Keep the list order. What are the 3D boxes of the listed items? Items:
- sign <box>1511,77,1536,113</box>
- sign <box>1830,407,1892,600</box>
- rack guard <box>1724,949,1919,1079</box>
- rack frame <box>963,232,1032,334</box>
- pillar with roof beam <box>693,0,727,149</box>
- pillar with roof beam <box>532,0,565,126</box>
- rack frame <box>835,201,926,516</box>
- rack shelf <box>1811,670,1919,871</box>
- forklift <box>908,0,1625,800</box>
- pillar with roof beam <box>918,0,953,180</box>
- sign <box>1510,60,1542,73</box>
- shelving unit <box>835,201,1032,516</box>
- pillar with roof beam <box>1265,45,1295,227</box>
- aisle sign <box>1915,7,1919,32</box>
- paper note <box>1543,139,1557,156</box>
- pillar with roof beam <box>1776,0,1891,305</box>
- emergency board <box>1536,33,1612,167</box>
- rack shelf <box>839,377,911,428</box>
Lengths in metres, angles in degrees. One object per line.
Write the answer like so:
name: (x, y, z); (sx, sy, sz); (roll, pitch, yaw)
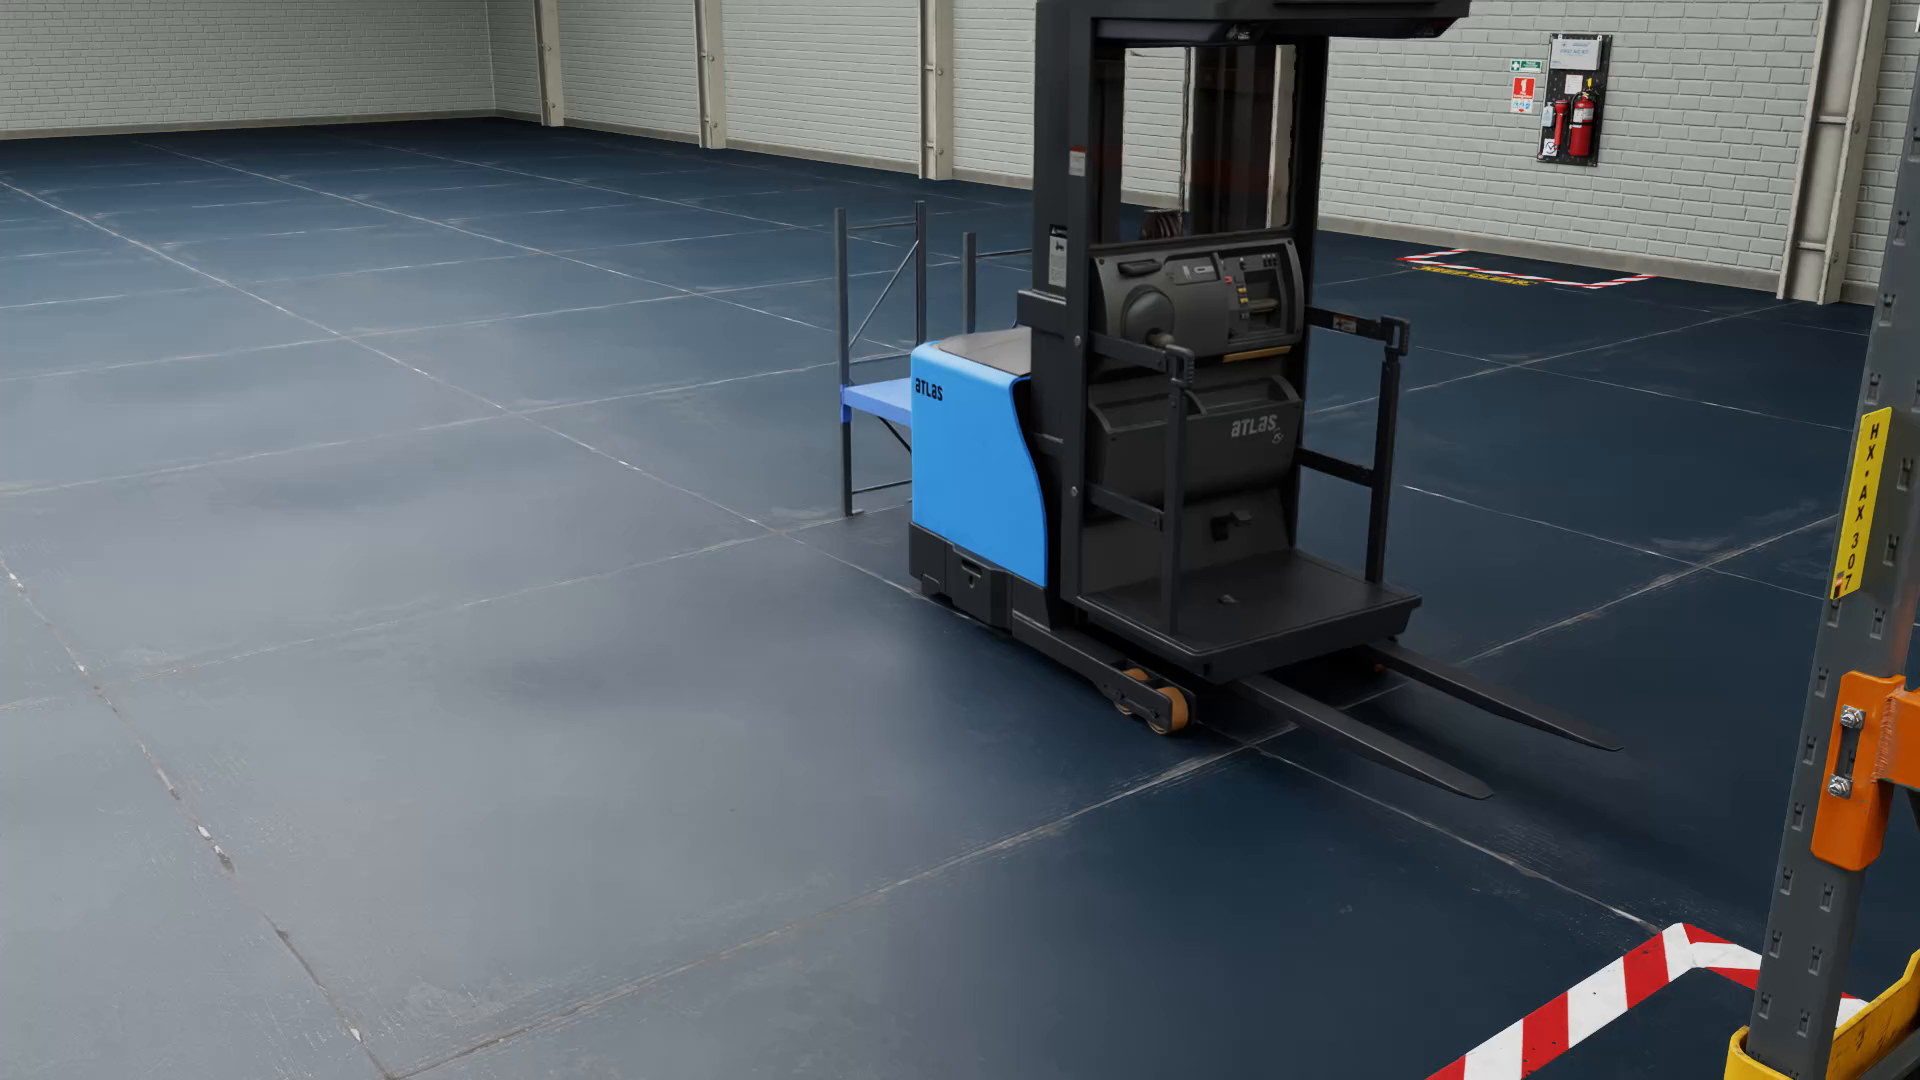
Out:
sign: (5.356, -4.234, 15.820); (0.001, 0.329, 0.234); (-14, 23, -36)
sign: (1.535, -0.061, 2.834); (0.100, 0.325, 0.005); (-14, 23, -36)
rack guard: (2.053, 1.160, 3.563); (1.175, 0.500, 0.348); (-14, 23, -36)
rack frame: (0.224, -0.624, 7.362); (0.500, 1.500, 0.032); (-13, 22, -34)
pillar with roof beam: (-7.428, -9.887, 23.406); (9.100, 9.000, 0.400); (-14, 23, -36)
pillar with roof beam: (-11.153, -11.366, 27.871); (9.100, 9.000, 0.400); (-14, 23, -36)
rack frame: (-0.377, -0.882, 8.140); (0.500, 1.500, 0.032); (-13, 22, -34)
rack shelf: (3.211, 0.799, 1.823); (1.077, 0.370, 4.000); (-14, 23, -36)
forklift: (0.993, -0.880, 5.858); (1.130, 2.935, 3.031); (-11, 21, -31)
pillar with roof beam: (-3.703, -8.409, 18.941); (9.100, 9.000, 0.400); (-14, 23, -36)
sign: (5.352, -4.483, 15.728); (0.001, 0.109, 0.331); (-14, 23, -36)
shelving unit: (-0.076, -0.753, 7.751); (0.538, 1.500, 1.048); (-13, 22, -34)
pillar with roof beam: (0.023, -6.930, 14.476); (9.100, 9.000, 0.400); (-14, 23, -36)
aisle sign: (1.695, -1.230, 2.671); (0.394, 0.787, 0.004); (-14, 23, -36)
paper note: (5.562, -3.699, 15.664); (0.016, 0.148, 0.142); (-14, 23, -36)
pillar with roof beam: (3.748, -5.452, 10.011); (9.100, 9.000, 0.400); (-14, 23, -36)
emergency board: (5.618, -4.060, 15.353); (0.194, 1.169, 0.643); (-14, 23, -36)
rack shelf: (-0.076, -0.582, 7.808); (0.538, 0.185, 1.000); (-13, 22, -34)
